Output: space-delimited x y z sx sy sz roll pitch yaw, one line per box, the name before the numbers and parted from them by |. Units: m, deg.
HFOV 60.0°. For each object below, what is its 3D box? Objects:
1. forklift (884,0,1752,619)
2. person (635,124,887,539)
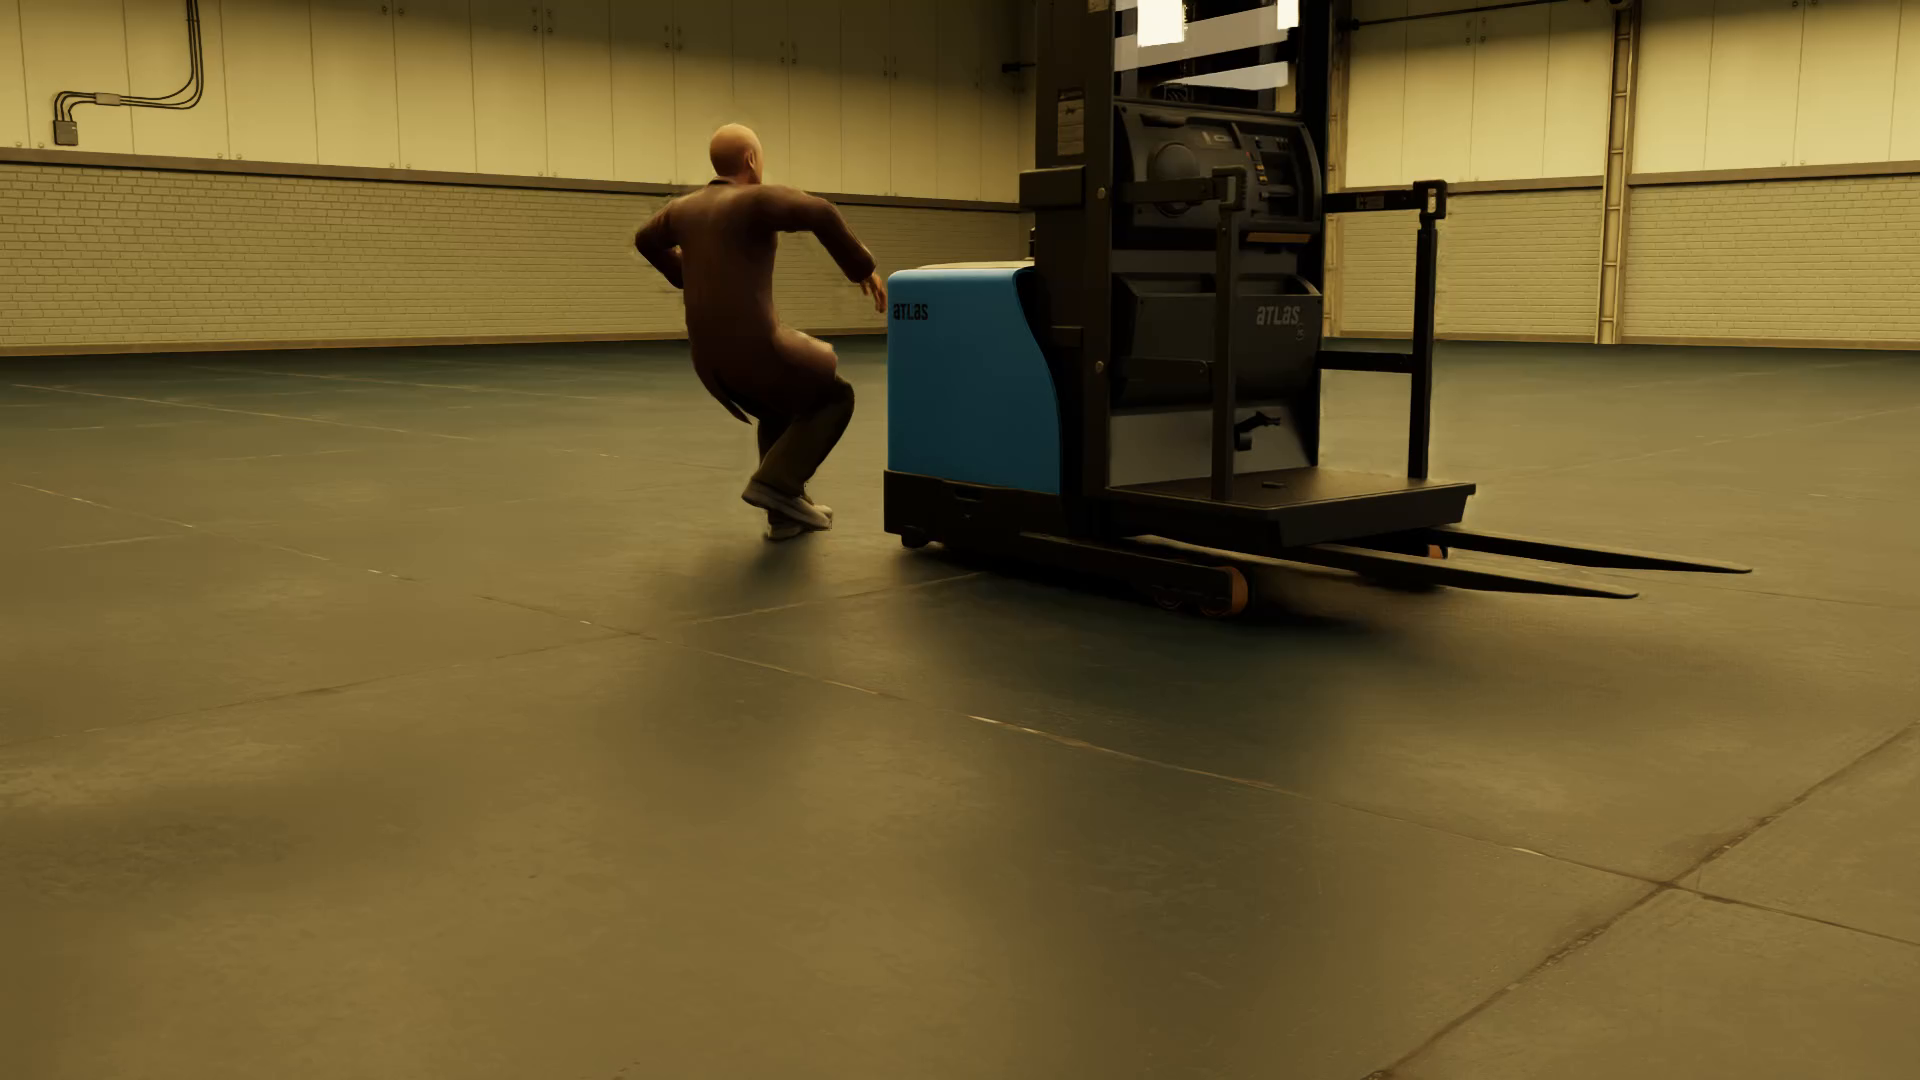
forklift | 1.020 -1.291 5.445 1.130 2.935 3.031 -7 11 -38
person | -0.693 -0.778 6.483 1.125 1.612 0.854 8 12 43
